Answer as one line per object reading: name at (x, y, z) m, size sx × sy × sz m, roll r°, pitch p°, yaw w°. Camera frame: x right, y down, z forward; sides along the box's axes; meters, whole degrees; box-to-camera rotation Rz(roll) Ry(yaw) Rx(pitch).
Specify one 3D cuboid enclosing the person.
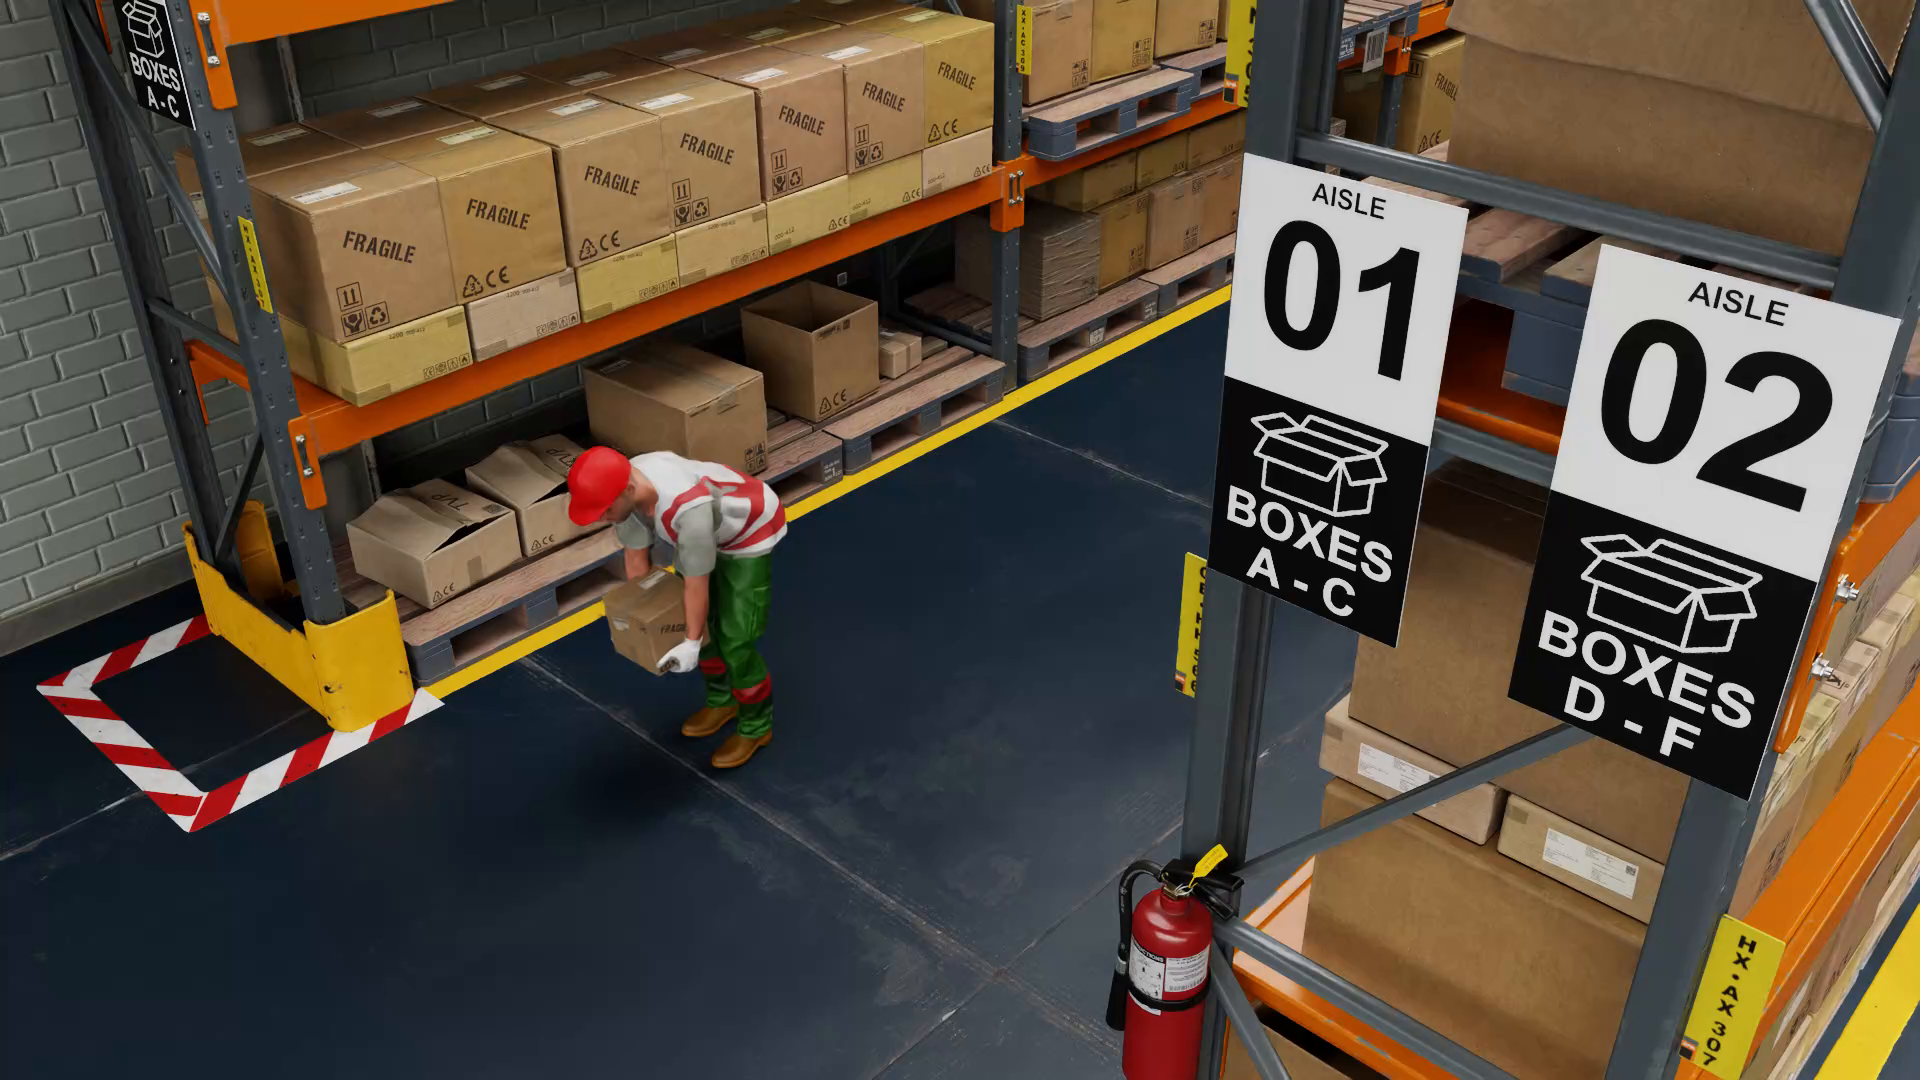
person at (-1.009, 0.211, 6.064) m, size 0.484 × 1.472 × 0.858 m, roll 24°, pitch 39°, yaw 34°
